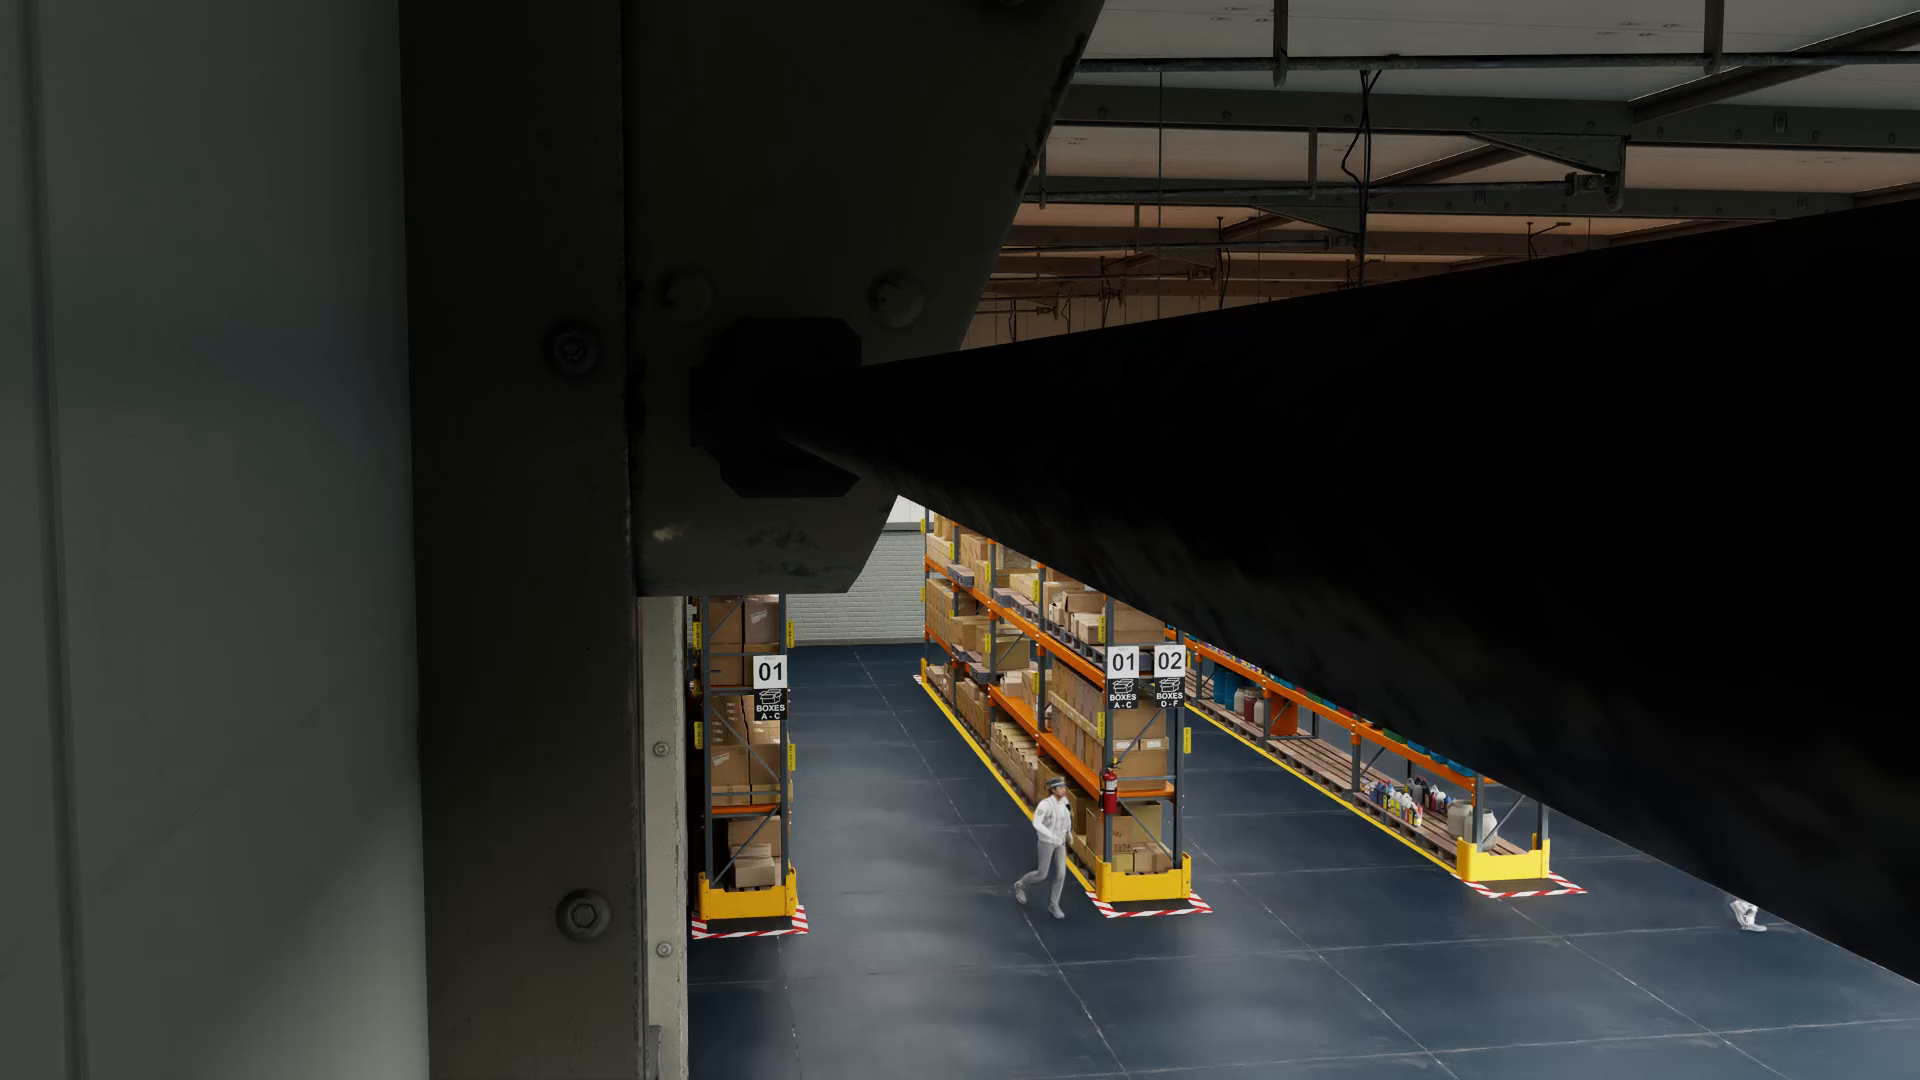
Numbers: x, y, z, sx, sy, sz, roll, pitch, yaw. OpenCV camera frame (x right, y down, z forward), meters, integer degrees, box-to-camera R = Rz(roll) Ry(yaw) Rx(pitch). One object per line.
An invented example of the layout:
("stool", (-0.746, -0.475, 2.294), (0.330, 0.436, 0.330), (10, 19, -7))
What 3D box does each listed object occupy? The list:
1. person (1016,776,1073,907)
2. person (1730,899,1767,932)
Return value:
("person", (1.115, 3.668, 20.448), (0.675, 1.601, 0.635), (-4, 6, -38))
("person", (7.543, 3.173, 25.978), (7.674, 1.739, 12.030), (1, 5, 16))
